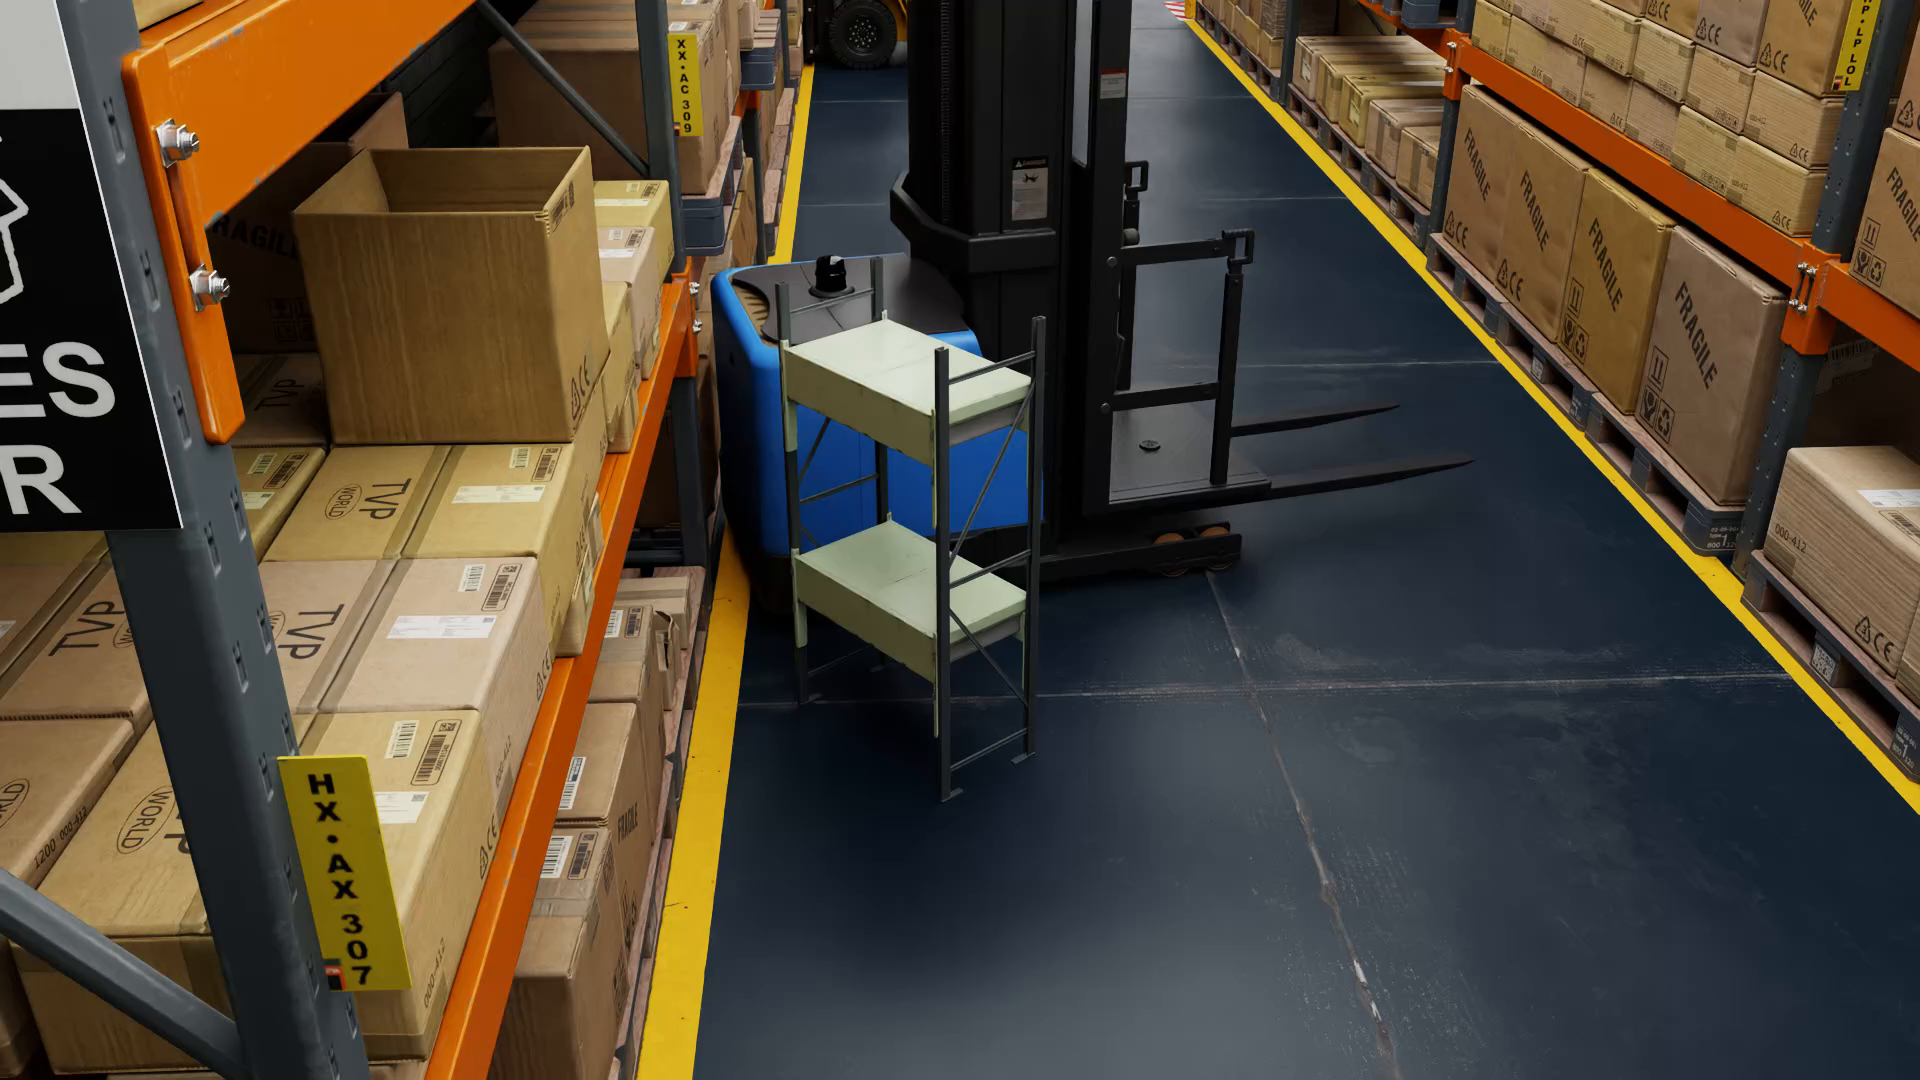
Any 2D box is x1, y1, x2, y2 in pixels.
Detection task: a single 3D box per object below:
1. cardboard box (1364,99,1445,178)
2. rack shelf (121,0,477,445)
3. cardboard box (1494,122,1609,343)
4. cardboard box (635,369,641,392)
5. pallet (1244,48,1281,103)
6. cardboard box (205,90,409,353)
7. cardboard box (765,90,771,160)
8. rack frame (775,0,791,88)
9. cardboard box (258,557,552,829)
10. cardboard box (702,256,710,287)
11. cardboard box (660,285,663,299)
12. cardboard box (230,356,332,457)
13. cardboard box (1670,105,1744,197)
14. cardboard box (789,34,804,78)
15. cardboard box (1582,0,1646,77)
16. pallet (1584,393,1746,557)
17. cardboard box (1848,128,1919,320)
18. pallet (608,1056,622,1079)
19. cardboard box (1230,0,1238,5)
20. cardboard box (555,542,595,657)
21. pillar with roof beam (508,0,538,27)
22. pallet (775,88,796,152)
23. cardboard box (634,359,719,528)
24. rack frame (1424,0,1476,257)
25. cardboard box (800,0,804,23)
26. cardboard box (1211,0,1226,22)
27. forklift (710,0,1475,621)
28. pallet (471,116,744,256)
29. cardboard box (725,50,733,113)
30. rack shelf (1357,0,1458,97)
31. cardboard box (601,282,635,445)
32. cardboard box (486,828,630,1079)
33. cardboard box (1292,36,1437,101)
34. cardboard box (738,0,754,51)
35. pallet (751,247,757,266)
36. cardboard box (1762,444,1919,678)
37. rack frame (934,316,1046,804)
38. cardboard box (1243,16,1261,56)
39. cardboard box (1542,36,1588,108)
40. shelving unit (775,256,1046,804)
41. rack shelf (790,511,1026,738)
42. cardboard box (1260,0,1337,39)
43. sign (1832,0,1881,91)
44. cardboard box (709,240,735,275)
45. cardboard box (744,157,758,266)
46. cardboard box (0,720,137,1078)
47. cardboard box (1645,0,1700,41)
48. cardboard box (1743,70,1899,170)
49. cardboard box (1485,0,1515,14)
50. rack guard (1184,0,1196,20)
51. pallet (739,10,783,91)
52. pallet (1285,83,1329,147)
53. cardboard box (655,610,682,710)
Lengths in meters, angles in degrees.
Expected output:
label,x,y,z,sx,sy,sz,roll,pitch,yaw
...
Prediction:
label,x,y,z,sx,sy,sz,roll,pitch,yaw
cardboard box,3.246,-2.666,11.006,0.950,0.372,0.625,-2,28,-4
rack shelf,-1.331,-1.162,3.269,1.077,0.370,4.000,-1,28,-3
cardboard box,3.308,-1.555,8.330,0.875,0.875,0.875,-1,28,-2
cardboard box,-1.107,-0.461,4.662,0.380,0.149,0.250,-1,28,-1
pallet,3.033,-3.964,14.121,1.003,0.211,1.213,-1,28,-3
cardboard box,-1.623,-0.778,4.028,0.500,0.500,0.500,-2,28,-4
cardboard box,-1.741,-2.956,11.288,0.875,0.625,0.625,-2,28,-5
rack frame,-1.853,-4.769,12.650,1.000,3.000,0.127,-1,28,-3
cardboard box,-1.008,0.258,2.851,0.500,0.250,0.500,-1,28,-2
cardboard box,-1.319,-1.214,7.381,0.380,0.149,0.250,0,28,-1
cardboard box,-1.167,-0.822,5.354,0.380,0.149,0.250,-1,28,-2
cardboard box,-1.590,-0.207,3.744,0.500,0.250,0.500,-1,28,-3
cardboard box,3.221,-1.566,6.671,0.500,0.250,0.500,-2,28,-3
cardboard box,-1.548,-3.968,13.633,0.500,0.250,0.500,-1,28,-2
cardboard box,3.145,-2.255,7.451,0.500,0.250,0.500,-1,28,-2
pallet,3.406,-0.314,7.124,1.003,0.211,1.213,-1,28,-3
cardboard box,3.284,-1.017,5.349,0.500,0.500,0.500,-1,28,-1
pallet,-1.273,1.606,3.443,1.003,0.211,1.213,-1,28,-3
cardboard box,2.712,-5.174,15.135,0.500,0.500,0.500,-1,28,-2
cardboard box,-0.987,0.129,3.530,0.380,0.149,0.250,-2,28,-4
pillar with roof beam,1.687,-6.266,9.033,9.100,9.000,0.400,-1,28,-3
pallet,-1.776,-3.193,12.644,1.003,0.211,1.213,-1,28,-3
cardboard box,-1.236,-0.381,6.486,0.500,0.500,0.500,0,28,0
rack frame,3.312,-3.043,9.342,1.000,3.000,0.127,-1,28,-3
cardboard box,-1.613,-4.654,14.407,0.500,0.250,0.500,-2,28,-3
cardboard box,2.680,-5.090,15.784,0.500,0.250,0.500,0,28,-1
forklift,0.596,-1.382,6.230,3.031,2.935,1.130,-8,29,-15
pallet,-1.368,-1.361,6.324,1.003,0.211,1.213,-1,28,-3
cardboard box,-1.125,-1.852,6.749,0.396,0.266,0.258,0,28,0
rack shelf,3.208,-3.648,11.279,1.077,0.370,4.000,-1,28,-3
cardboard box,-1.112,-0.449,4.208,0.500,0.250,0.500,-2,28,-3
cardboard box,-1.170,1.014,3.811,0.700,0.500,0.500,0,28,-1
cardboard box,3.133,-3.670,12.930,0.950,0.372,0.625,-1,28,-2
cardboard box,-1.266,-2.562,8.127,0.500,0.250,0.500,-3,28,-5
pallet,-1.643,-1.340,9.090,1.003,0.211,1.213,-1,28,-3
cardboard box,3.447,0.046,5.734,0.875,0.438,0.875,-2,28,-3
rack frame,0.087,0.091,4.953,0.400,1.500,0.023,-22,35,-36
cardboard box,2.766,-4.370,14.404,0.500,0.250,0.500,-2,28,-4
cardboard box,3.153,-2.266,8.013,0.500,0.250,0.500,0,28,-1
shelving unit,-0.155,-0.036,5.196,0.431,1.500,0.755,-22,35,-36
rack shelf,-0.155,0.254,5.347,0.431,0.370,0.720,-22,35,-36
cardboard box,2.805,-4.457,13.760,0.500,0.500,0.500,-2,28,-3
sign,2.980,-1.657,5.517,0.100,0.325,0.005,-1,28,-3
cardboard box,-1.316,-1.097,7.859,0.500,0.500,0.500,-2,28,-4
cardboard box,-1.408,-1.810,9.225,0.500,0.500,0.500,-1,28,-1
cardboard box,-1.516,0.501,2.386,0.500,0.250,0.500,-1,28,-1
cardboard box,3.206,-2.357,6.837,0.500,0.500,0.500,-1,28,-1
cardboard box,3.255,-1.549,6.098,0.500,0.250,0.500,-1,28,-3
cardboard box,3.092,-2.959,8.801,0.500,0.250,0.500,-2,28,-3
rack guard,2.899,-5.595,16.936,1.175,0.500,0.348,-1,28,-3
pallet,-1.539,-2.525,8.556,1.213,0.211,1.003,-1,28,-3
pallet,3.146,-3.295,12.839,1.003,0.211,1.213,-1,28,-3
cardboard box,-1.094,0.367,5.306,0.396,0.266,0.258,0,28,-1
